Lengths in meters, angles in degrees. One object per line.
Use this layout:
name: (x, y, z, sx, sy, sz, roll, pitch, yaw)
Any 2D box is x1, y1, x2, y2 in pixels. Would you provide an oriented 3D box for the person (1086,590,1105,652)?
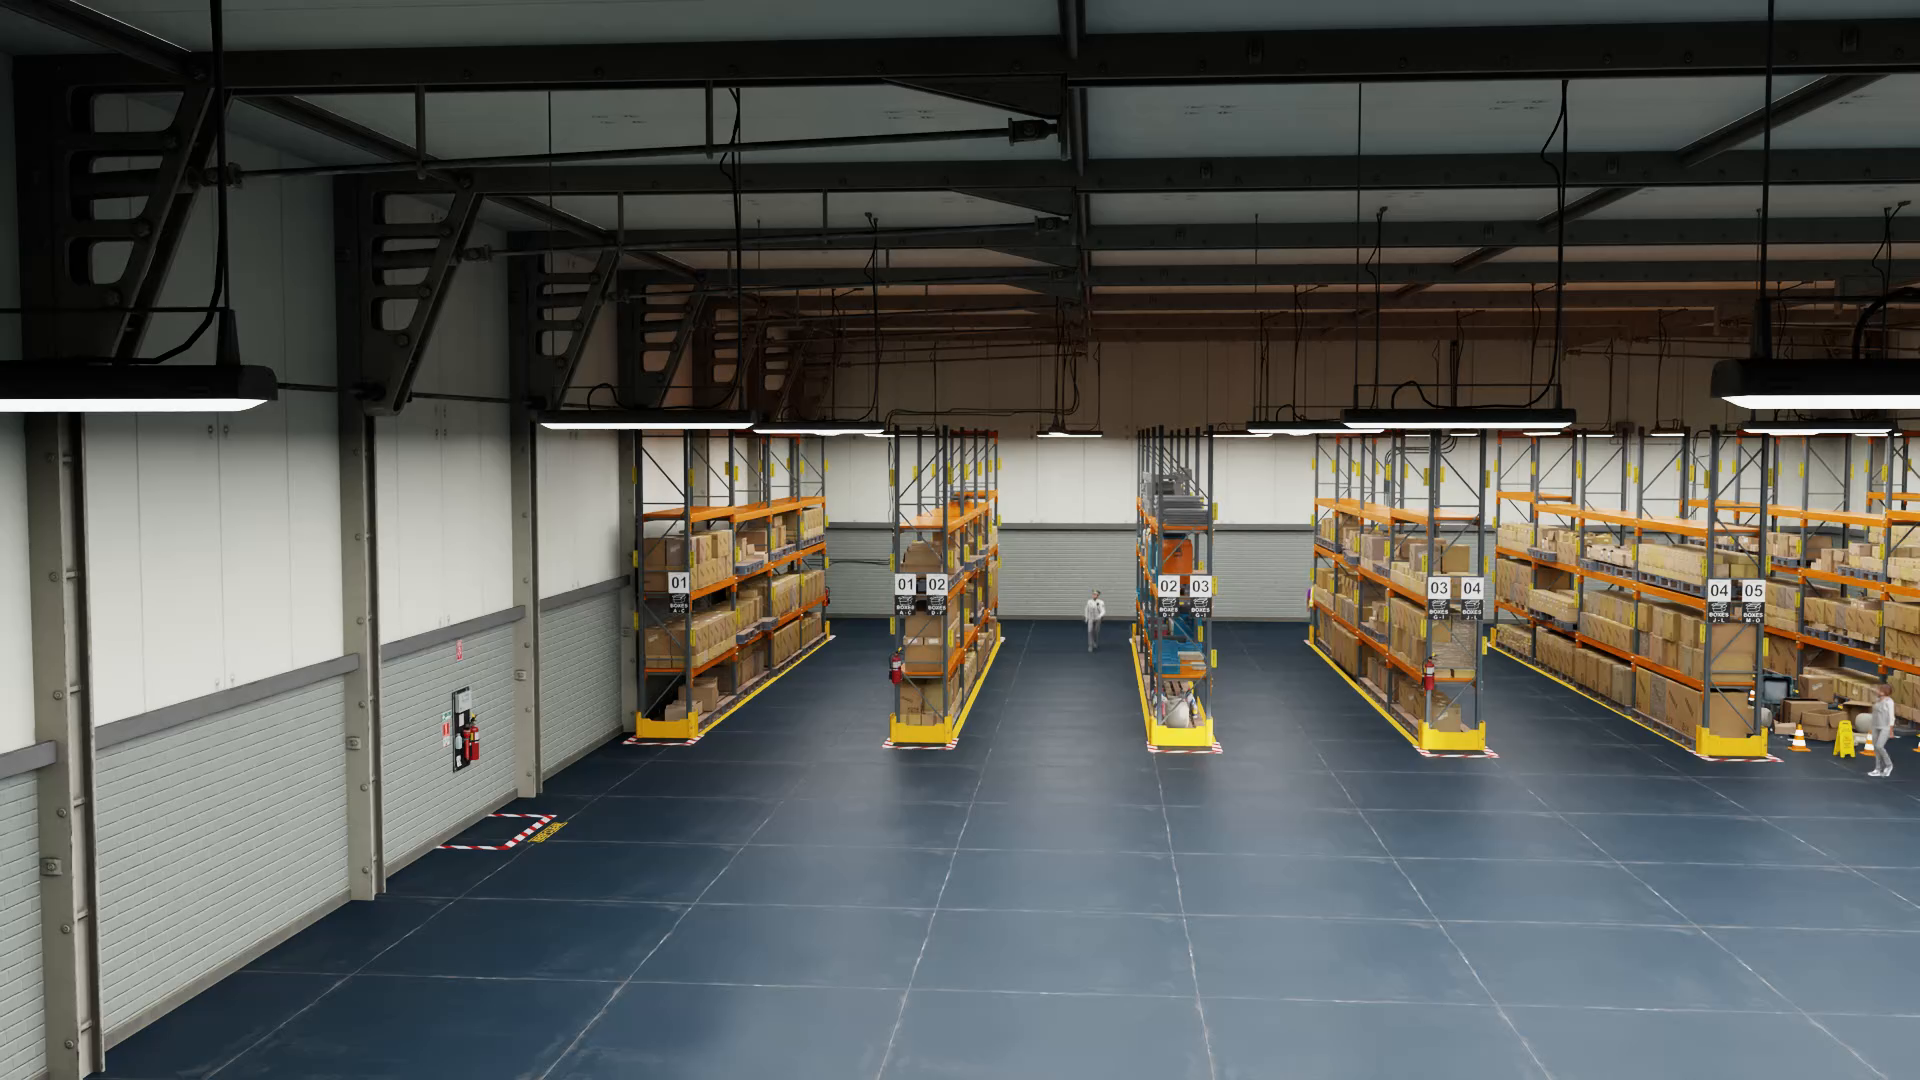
person: (3.686, 2.181, 45.370, 0.537, 1.677, 0.958, 0, 3, 7)

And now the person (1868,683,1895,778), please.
person: (15.593, 3.220, 28.156, 0.394, 1.601, 0.459, -1, 4, -21)

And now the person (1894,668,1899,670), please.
person: (21.924, 2.613, 38.726, 0.494, 1.700, 0.469, -3, 4, -39)

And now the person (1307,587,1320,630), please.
person: (10.337, 1.964, 48.082, 0.587, 1.782, 0.538, 0, 3, 4)
